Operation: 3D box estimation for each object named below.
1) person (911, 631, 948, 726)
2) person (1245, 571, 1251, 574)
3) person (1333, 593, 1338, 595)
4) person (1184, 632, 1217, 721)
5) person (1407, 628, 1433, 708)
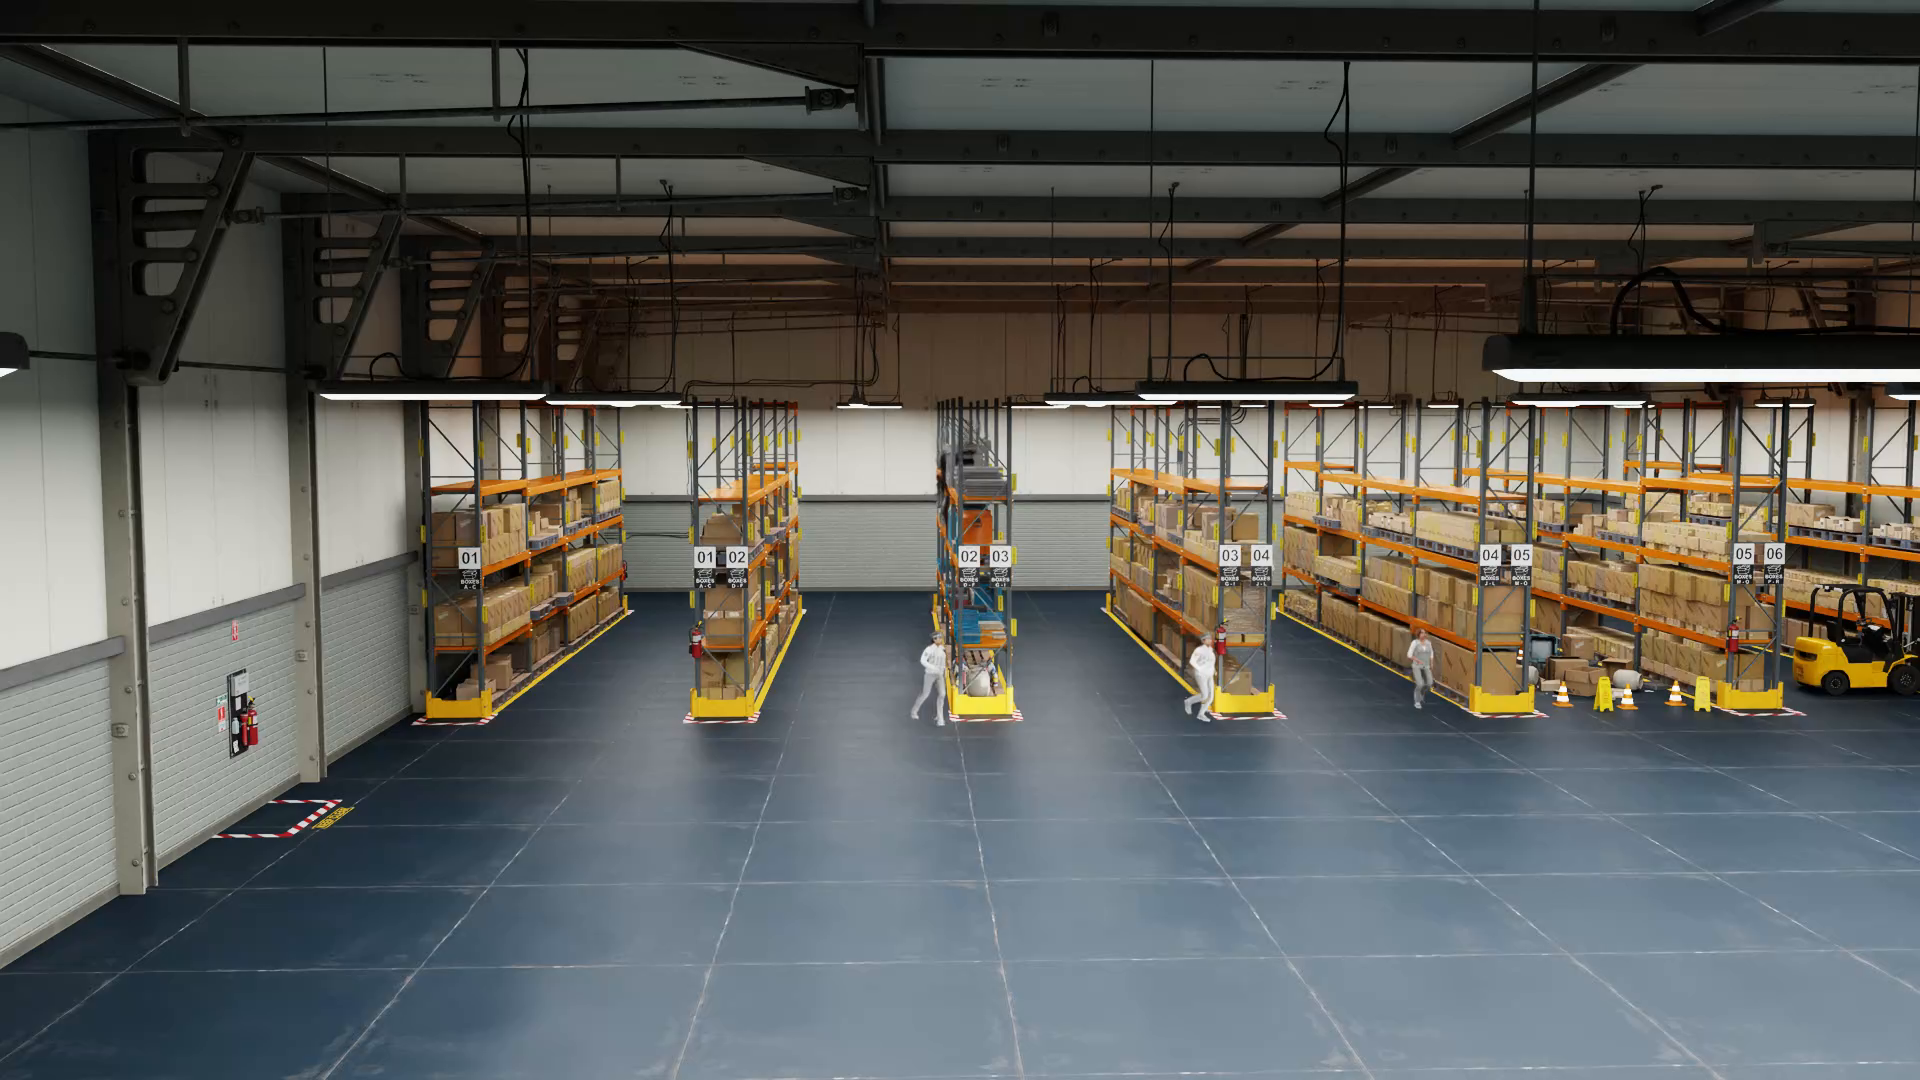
[{"bbox_3d":[-0.456,2.520,30.681,0.680,1.699,0.837,-3,6,-37],"label":"person"},{"bbox_3d":[8.072,1.249,47.737,0.558,1.614,0.659,-4,6,-43],"label":"person"},{"bbox_3d":[11.018,1.218,48.407,0.576,1.543,0.810,-1,5,-17],"label":"person"},{"bbox_3d":[4.515,2.518,30.947,0.640,1.660,0.552,-4,6,-43],"label":"person"},{"bbox_3d":[8.899,2.467,32.028,0.552,1.557,0.540,-1,4,-7],"label":"person"}]
